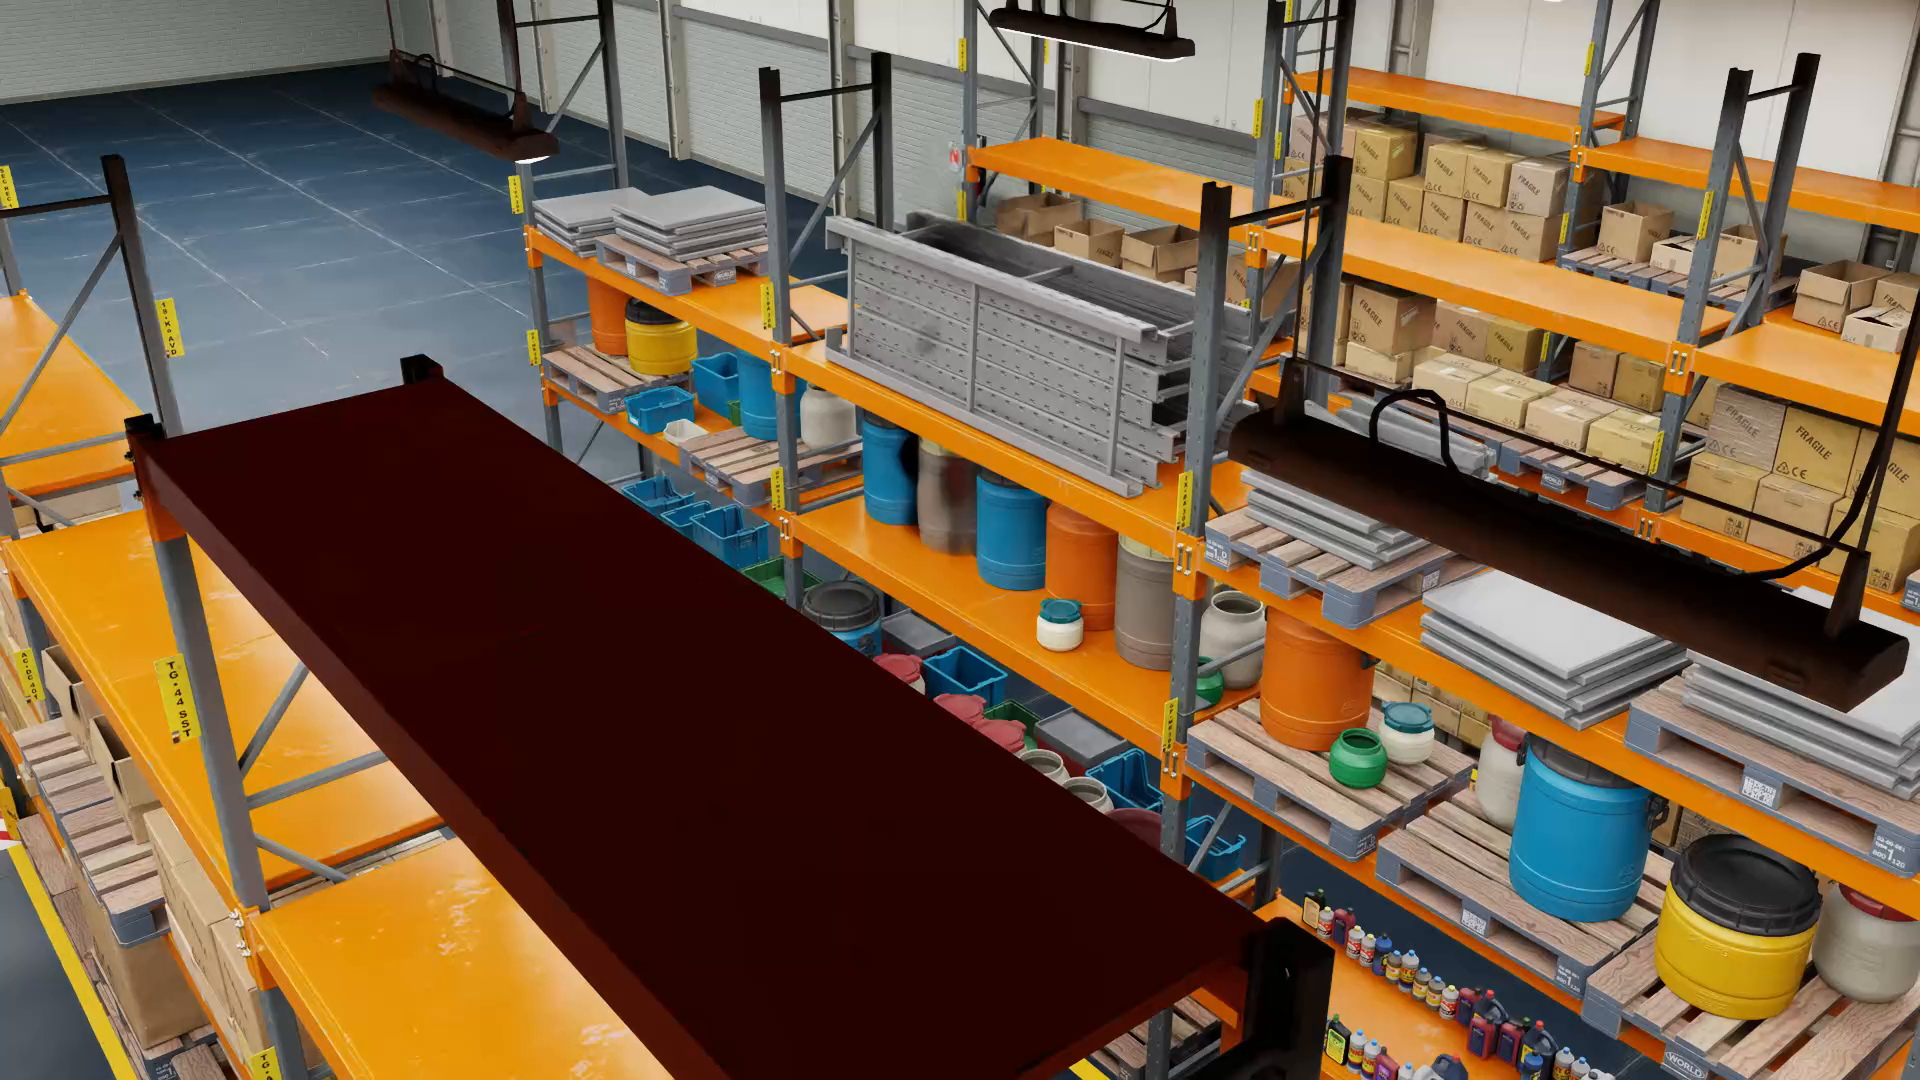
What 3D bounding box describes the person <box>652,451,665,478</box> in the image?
[{"bbox_3d":[-3.435,-1.477,19.496,0.750,1.665,0.616,-9,27,-18],"label":"person"}]
